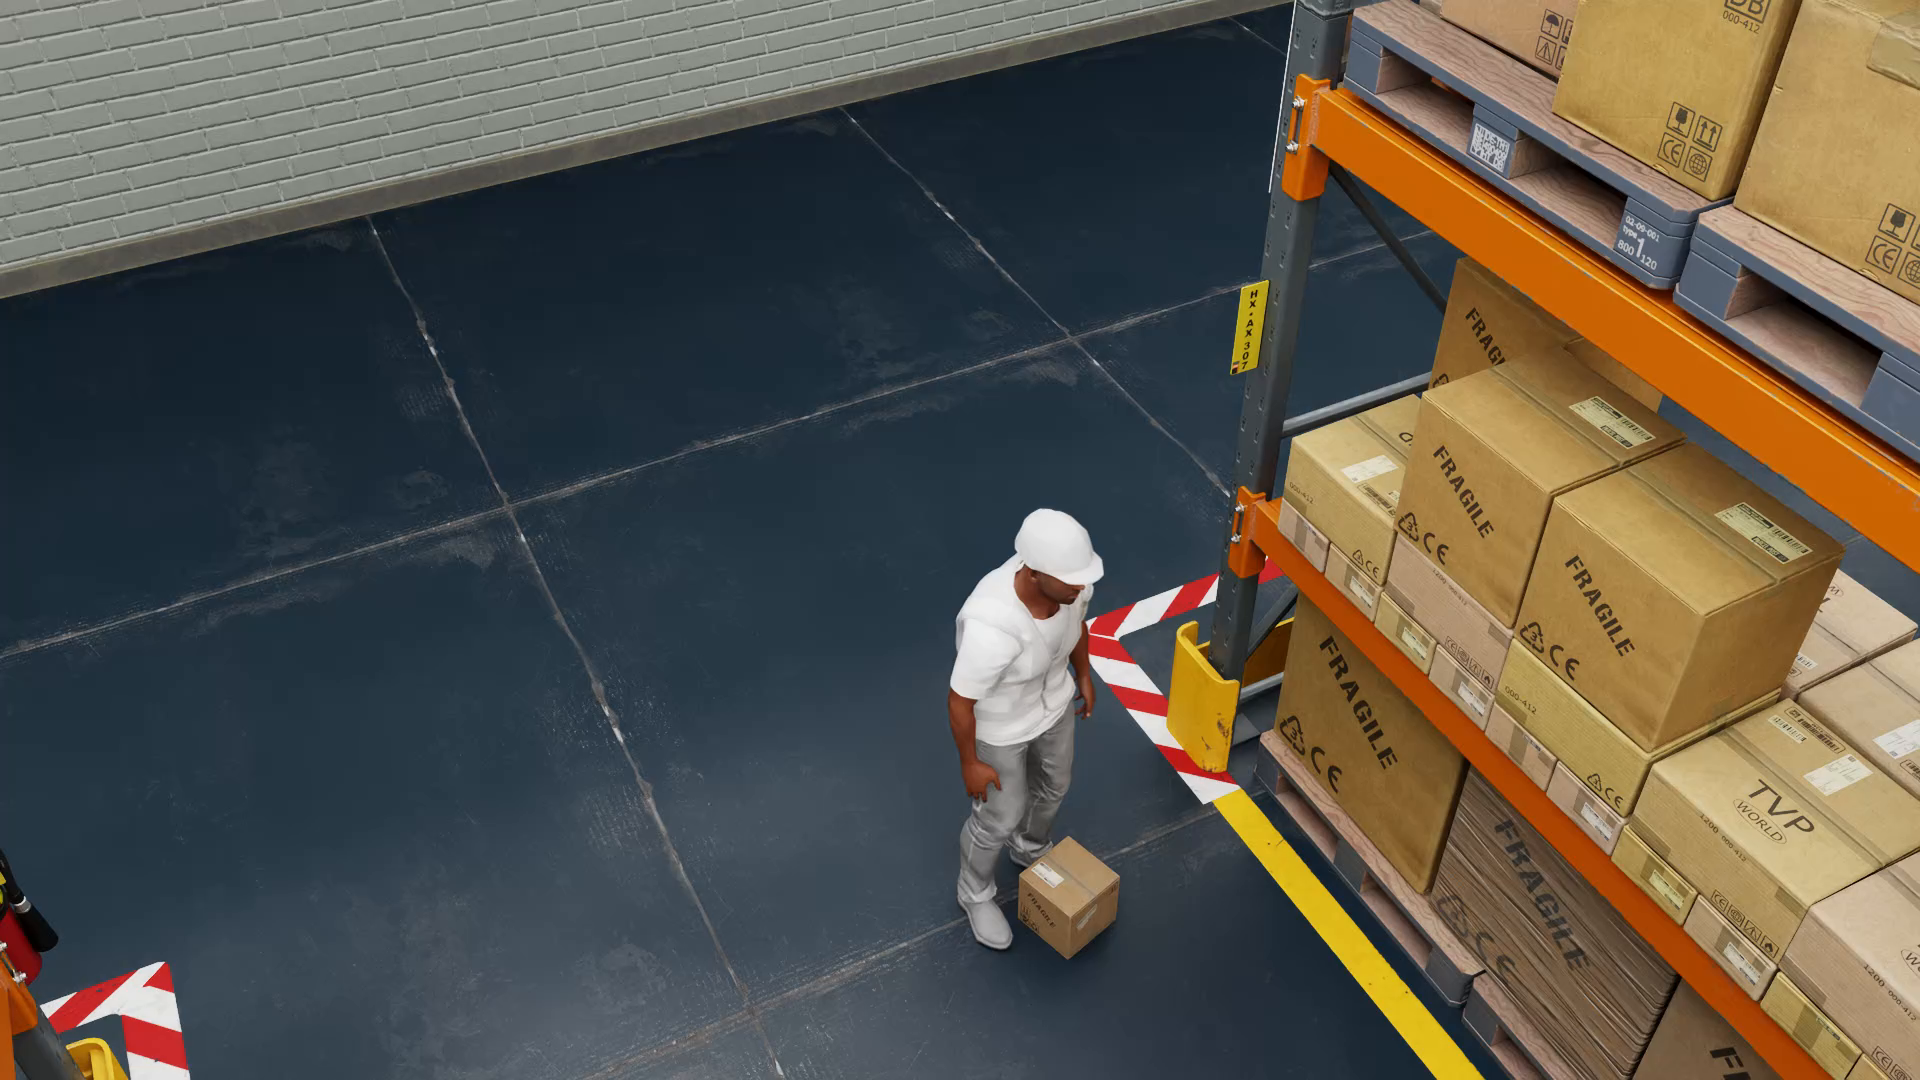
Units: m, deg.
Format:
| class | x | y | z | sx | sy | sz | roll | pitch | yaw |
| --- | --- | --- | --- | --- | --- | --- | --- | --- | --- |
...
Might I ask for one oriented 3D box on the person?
| class | x | y | z | sx | sy | sz | roll | pitch | yaw |
| --- | --- | --- | --- | --- | --- | --- | --- | --- | --- |
| person | 0.222 | 0.584 | 5.476 | 0.457 | 1.756 | 0.635 | 33 | 51 | 32 |
